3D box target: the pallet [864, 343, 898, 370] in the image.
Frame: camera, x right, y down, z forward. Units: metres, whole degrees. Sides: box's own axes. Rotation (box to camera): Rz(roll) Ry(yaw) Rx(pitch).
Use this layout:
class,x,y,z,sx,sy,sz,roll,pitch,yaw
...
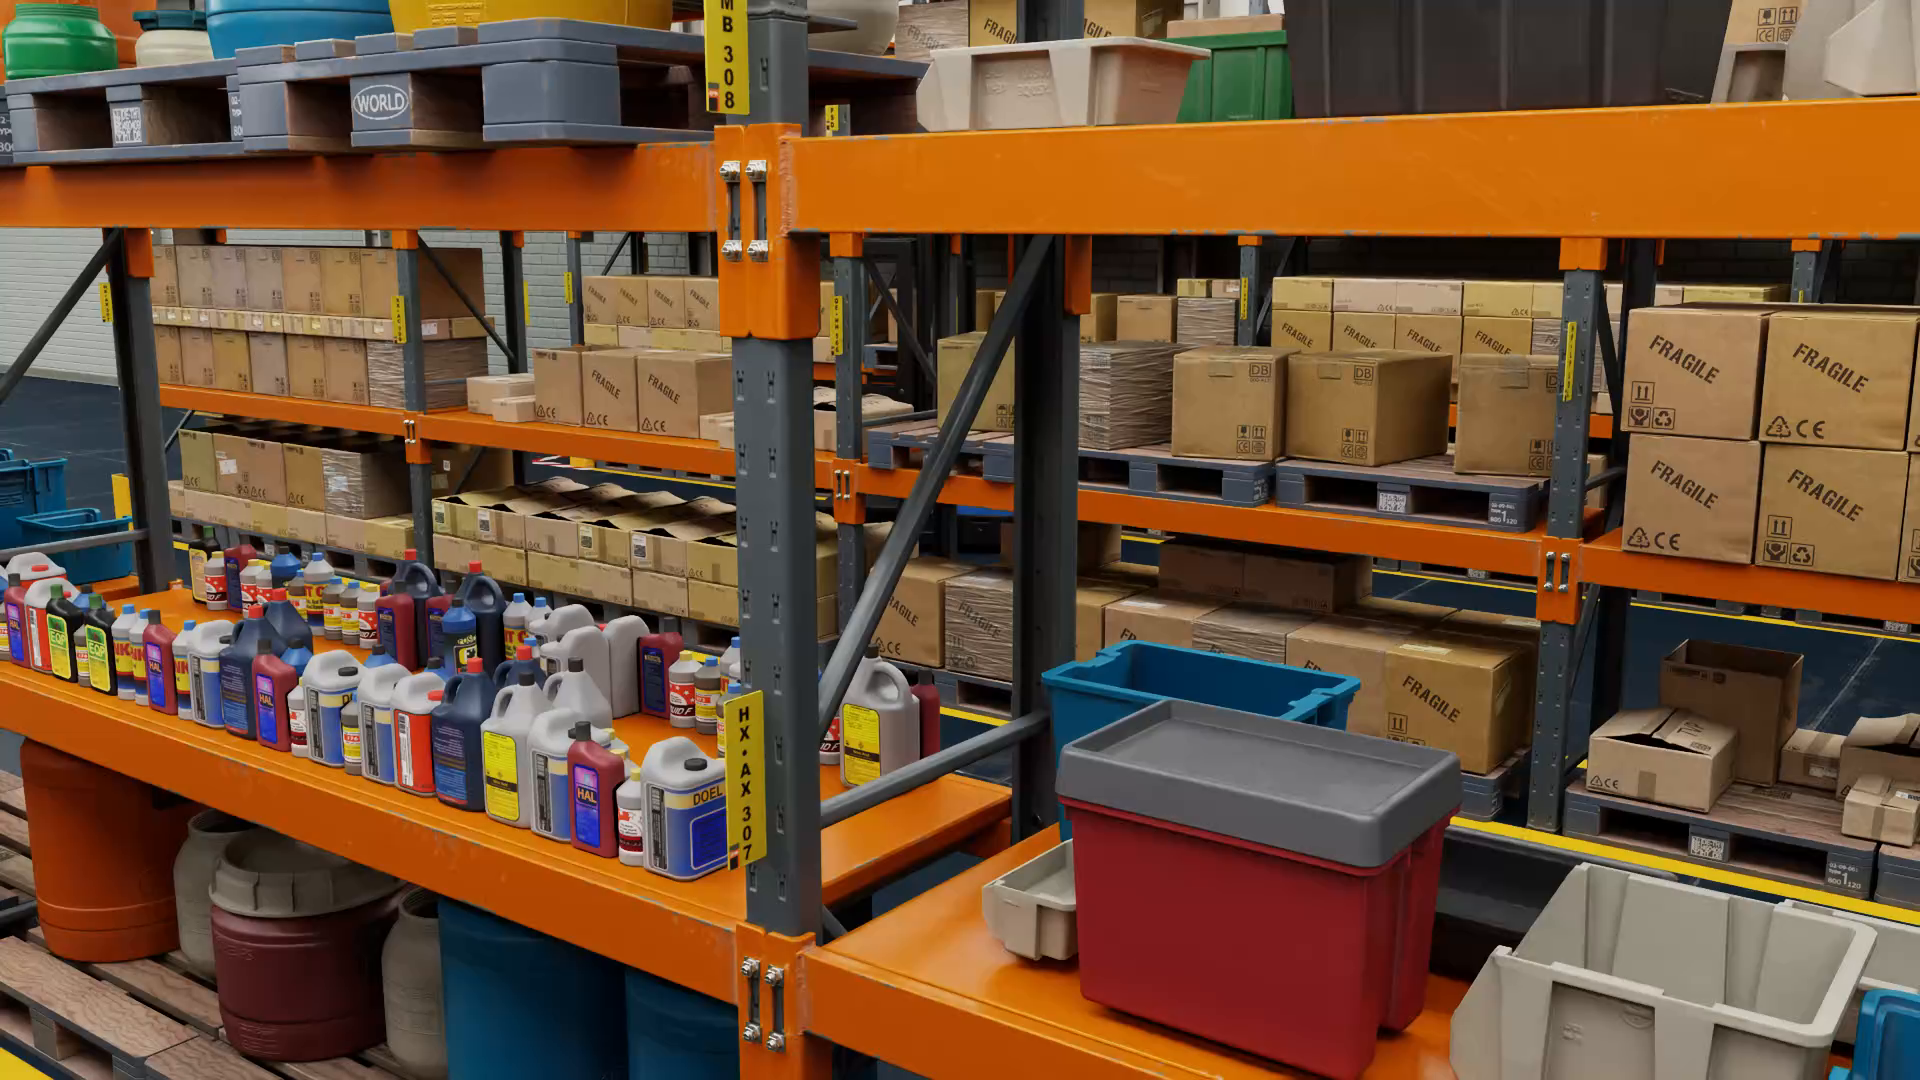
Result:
class,x,y,z,sx,sy,sz,roll,pitch,yaw
pallet,-0.126,-1.715,15.500,1.213,0.211,1.003,8,13,36

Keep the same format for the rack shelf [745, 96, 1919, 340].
class,x,y,z,sx,sy,sz,roll,pitch,yaw
rack shelf,1.541,-0.395,2.173,4.000,0.370,1.077,8,13,36

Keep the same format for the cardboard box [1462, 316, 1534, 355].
class,x,y,z,sx,sy,sz,roll,pitch,yaw
cardboard box,4.049,-1.405,12.295,0.500,0.500,0.500,8,14,37

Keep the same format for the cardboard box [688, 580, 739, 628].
class,x,y,z,sx,sy,sz,roll,pitch,yaw
cardboard box,-1.347,0.356,10.425,0.500,0.250,0.500,8,13,35

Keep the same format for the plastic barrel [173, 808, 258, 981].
class,x,y,z,sx,sy,sz,roll,pitch,yaw
plastic barrel,-2.383,1.167,5.545,0.421,0.512,0.421,0,11,0

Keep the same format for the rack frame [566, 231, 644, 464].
class,x,y,z,sx,sy,sz,roll,pitch,yaw
rack frame,-3.879,-2.367,18.366,0.127,3.000,1.000,8,13,36

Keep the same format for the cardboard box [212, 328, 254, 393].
class,x,y,z,sx,sy,sz,roll,pitch,yaw
cardboard box,-5.617,-1.487,13.558,0.500,0.500,0.700,8,14,36

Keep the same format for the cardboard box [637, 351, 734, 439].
class,x,y,z,sx,sy,sz,roll,pitch,yaw
cardboard box,-1.723,-0.944,10.747,0.500,0.500,0.500,7,13,33

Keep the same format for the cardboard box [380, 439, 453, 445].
class,x,y,z,sx,sy,sz,roll,pitch,yaw
cardboard box,-4.181,-0.538,13.070,0.500,0.500,0.500,8,13,36

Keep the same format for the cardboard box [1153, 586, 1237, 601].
class,x,y,z,sx,sy,sz,roll,pitch,yaw
cardboard box,1.376,0.488,9.031,0.500,0.500,0.500,7,13,33

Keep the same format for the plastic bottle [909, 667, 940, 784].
class,x,y,z,sx,sy,sz,roll,pitch,yaw
plastic bottle,-0.115,0.450,4.114,0.133,0.283,0.061,8,13,36

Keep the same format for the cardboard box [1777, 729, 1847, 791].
class,x,y,z,sx,sy,sz,roll,pitch,yaw
cardboard box,3.828,0.979,7.422,0.250,0.149,0.380,8,13,36

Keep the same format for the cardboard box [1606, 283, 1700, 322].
class,x,y,z,sx,sy,sz,roll,pitch,yaw
cardboard box,4.858,-1.663,11.655,0.500,0.250,0.500,8,14,37

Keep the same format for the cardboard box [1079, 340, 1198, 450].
class,x,y,z,sx,sy,sz,roll,pitch,yaw
cardboard box,0.838,-0.778,8.785,0.700,0.500,0.500,-10,15,-42

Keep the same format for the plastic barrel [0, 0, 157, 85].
class,x,y,z,sx,sy,sz,roll,pitch,yaw
plastic barrel,-2.840,-1.776,5.179,0.708,0.830,0.600,8,13,36

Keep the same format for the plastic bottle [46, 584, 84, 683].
class,x,y,z,sx,sy,sz,roll,pitch,yaw
plastic bottle,-2.684,0.279,4.998,0.133,0.283,0.061,8,13,36

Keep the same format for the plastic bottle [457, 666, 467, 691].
class,x,y,z,sx,sy,sz,roll,pitch,yaw
plastic bottle,-1.223,0.449,4.153,0.097,0.271,0.097,0,11,0

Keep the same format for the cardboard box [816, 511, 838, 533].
class,x,y,z,sx,sy,sz,roll,pitch,yaw
cardboard box,-1.037,-0.002,10.798,0.500,0.311,0.500,8,13,34

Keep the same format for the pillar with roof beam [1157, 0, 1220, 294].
class,x,y,z,sx,sy,sz,roll,pitch,yaw
pillar with roof beam,-0.515,-4.032,11.180,0.400,9.000,9.100,8,13,36

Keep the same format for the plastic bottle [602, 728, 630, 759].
class,x,y,z,sx,sy,sz,roll,pitch,yaw
plastic bottle,-0.816,0.540,3.866,0.097,0.201,0.097,0,11,0

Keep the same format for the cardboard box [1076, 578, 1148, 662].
class,x,y,z,sx,sy,sz,roll,pitch,yaw
cardboard box,0.664,0.513,8.904,0.500,0.500,0.500,8,13,35

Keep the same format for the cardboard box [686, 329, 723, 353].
class,x,y,z,sx,sy,sz,roll,pitch,yaw
cardboard box,-2.434,-2.028,16.956,0.500,0.250,0.500,8,14,36

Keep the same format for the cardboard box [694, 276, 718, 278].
class,x,y,z,sx,sy,sz,roll,pitch,yaw
cardboard box,-2.555,-2.535,17.604,0.500,0.500,0.500,7,13,34

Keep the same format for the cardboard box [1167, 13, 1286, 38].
class,x,y,z,sx,sy,sz,roll,pitch,yaw
cardboard box,1.424,-2.253,8.250,0.600,0.600,0.600,7,13,33

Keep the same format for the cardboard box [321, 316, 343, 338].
class,x,y,z,sx,sy,sz,roll,pitch,yaw
cardboard box,-4.554,-1.610,12.483,0.250,0.149,0.380,8,13,35

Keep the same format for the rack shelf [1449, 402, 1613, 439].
class,x,y,z,sx,sy,sz,roll,pitch,yaw
rack shelf,4.181,-0.889,12.622,4.000,0.370,1.077,8,13,36

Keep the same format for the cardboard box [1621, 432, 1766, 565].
class,x,y,z,sx,sy,sz,roll,pitch,yaw
cardboard box,3.113,-0.209,6.948,0.500,0.500,0.500,8,14,37

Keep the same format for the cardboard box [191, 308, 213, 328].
class,x,y,z,sx,sy,sz,roll,pitch,yaw
cardboard box,-6.003,-1.812,13.528,0.250,0.149,0.380,8,13,35

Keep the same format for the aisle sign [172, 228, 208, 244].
class,x,y,z,sx,sy,sz,roll,pitch,yaw
aisle sign,-6.688,-2.937,14.467,0.004,0.787,0.394,8,13,36

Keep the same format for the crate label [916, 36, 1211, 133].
class,x,y,z,sx,sy,sz,roll,pitch,yaw
crate label,0.152,-0.745,2.779,0.466,0.136,0.293,8,13,36

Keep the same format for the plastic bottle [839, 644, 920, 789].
class,x,y,z,sx,sy,sz,roll,pitch,yaw
plastic bottle,-0.196,0.430,4.041,0.185,0.351,0.144,8,13,36

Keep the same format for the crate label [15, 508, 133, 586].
class,x,y,z,sx,sy,sz,roll,pitch,yaw
crate label,-3.413,0.027,6.434,0.416,0.233,0.303,8,13,36

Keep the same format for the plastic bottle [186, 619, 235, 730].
class,x,y,z,sx,sy,sz,roll,pitch,yaw
plastic bottle,-2.020,0.364,4.575,0.135,0.276,0.152,8,13,36

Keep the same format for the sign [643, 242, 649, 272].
class,x,y,z,sx,sy,sz,roll,pitch,yaw
sign,-3.535,-3.173,18.653,0.005,0.325,0.100,8,13,36

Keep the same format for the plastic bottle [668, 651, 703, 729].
class,x,y,z,sx,sy,sz,roll,pitch,yaw
plastic bottle,-0.748,0.406,4.556,0.097,0.201,0.097,0,11,0

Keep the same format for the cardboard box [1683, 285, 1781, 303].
class,x,y,z,sx,sy,sz,roll,pitch,yaw
cardboard box,5.265,-1.604,11.350,0.500,0.250,0.500,8,14,37

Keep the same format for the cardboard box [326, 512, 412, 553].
class,x,y,z,sx,sy,sz,roll,pitch,yaw
cardboard box,-4.485,-0.091,12.735,0.500,0.250,0.500,8,13,36

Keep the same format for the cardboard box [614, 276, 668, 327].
class,x,y,z,sx,sy,sz,roll,pitch,yaw
cardboard box,-3.280,-2.514,17.496,0.500,0.500,0.500,8,14,36

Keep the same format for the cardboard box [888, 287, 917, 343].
class,x,y,z,sx,sy,sz,roll,pitch,yaw
cardboard box,-0.265,-2.120,15.667,0.500,0.500,0.700,8,14,36

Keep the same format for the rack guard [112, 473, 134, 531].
class,x,y,z,sx,sy,sz,roll,pitch,yaw
rack guard,-6.828,-0.383,14.695,0.348,0.500,1.175,8,13,36

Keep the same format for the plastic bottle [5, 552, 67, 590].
class,x,y,z,sx,sy,sz,roll,pitch,yaw
plastic bottle,-3.048,0.185,5.502,0.135,0.276,0.152,8,13,36

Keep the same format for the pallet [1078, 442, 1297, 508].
class,x,y,z,sx,sy,sz,roll,pitch,yaw
pallet,1.210,-0.396,8.686,1.213,0.211,1.003,8,13,36

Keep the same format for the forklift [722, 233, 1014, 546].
class,x,y,z,sx,sy,sz,roll,pitch,yaw
forklift,-0.621,-1.456,13.839,3.031,2.935,1.130,2,11,8

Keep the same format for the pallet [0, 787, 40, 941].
class,x,y,z,sx,sy,sz,roll,pitch,yaw
pallet,-3.897,1.325,6.622,1.213,0.211,1.003,8,13,36

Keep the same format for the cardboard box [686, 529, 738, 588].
class,x,y,z,sx,sy,sz,roll,pitch,yaw
cardboard box,-1.351,0.081,10.369,0.500,0.311,0.500,8,13,35

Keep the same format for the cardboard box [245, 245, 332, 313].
class,x,y,z,sx,sy,sz,roll,pitch,yaw
cardboard box,-5.160,-2.062,13.114,0.500,0.500,0.700,8,14,36

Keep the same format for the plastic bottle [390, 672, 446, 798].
class,x,y,z,sx,sy,sz,roll,pitch,yaw
plastic bottle,-1.281,0.467,4.043,0.135,0.276,0.152,8,13,36

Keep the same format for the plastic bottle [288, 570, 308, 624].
class,x,y,z,sx,sy,sz,roll,pitch,yaw
plastic bottle,-2.213,0.202,5.613,0.097,0.201,0.097,0,11,0

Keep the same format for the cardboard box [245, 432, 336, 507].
class,x,y,z,sx,sy,sz,roll,pitch,yaw
cardboard box,-5.301,-0.569,13.232,0.500,0.500,0.500,8,13,36

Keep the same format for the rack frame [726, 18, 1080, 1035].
class,x,y,z,sx,sy,sz,roll,pitch,yaw
rack frame,-0.071,0.499,3.552,0.127,3.000,1.000,8,13,36

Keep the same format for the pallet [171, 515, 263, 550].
class,x,y,z,sx,sy,sz,roll,pitch,yaw
pallet,-6.167,-0.159,14.297,1.213,0.211,1.003,8,13,36
